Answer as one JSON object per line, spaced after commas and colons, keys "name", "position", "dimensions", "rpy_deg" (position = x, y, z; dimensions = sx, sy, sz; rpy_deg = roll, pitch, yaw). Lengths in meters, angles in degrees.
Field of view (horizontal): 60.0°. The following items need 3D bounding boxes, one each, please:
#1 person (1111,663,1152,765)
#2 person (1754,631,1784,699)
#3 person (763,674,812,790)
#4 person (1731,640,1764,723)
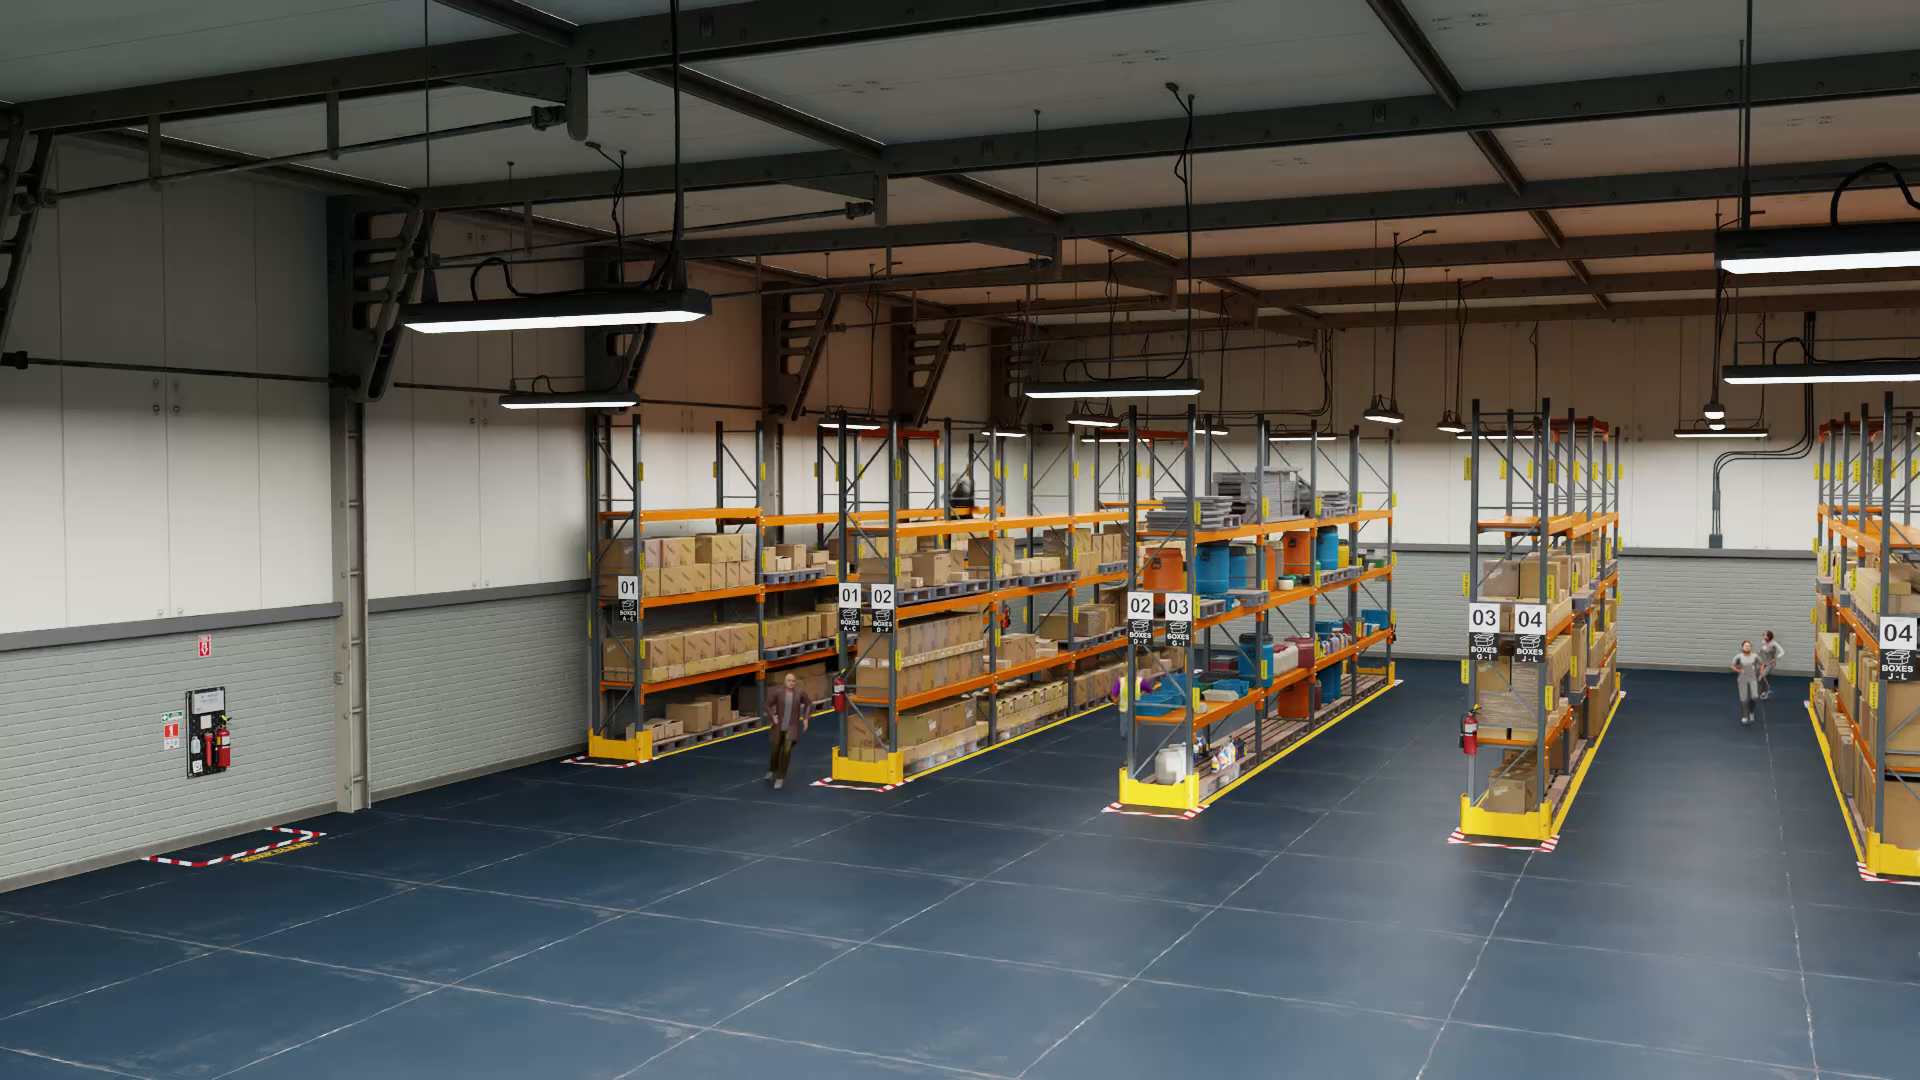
{"name": "person", "position": [2.940, 2.949, 28.558], "dimensions": [0.709, 1.740, 0.804], "rpy_deg": [1, 2, 19]}
{"name": "person", "position": [17.651, 2.735, 36.373], "dimensions": [0.611, 1.533, 0.554], "rpy_deg": [-1, 2, -15]}
{"name": "person", "position": [-2.770, 3.038, 26.587], "dimensions": [0.767, 1.808, 0.854], "rpy_deg": [0, 2, -2]}
{"name": "person", "position": [15.614, 2.814, 32.957], "dimensions": [0.616, 1.641, 0.568], "rpy_deg": [1, 2, 19]}
